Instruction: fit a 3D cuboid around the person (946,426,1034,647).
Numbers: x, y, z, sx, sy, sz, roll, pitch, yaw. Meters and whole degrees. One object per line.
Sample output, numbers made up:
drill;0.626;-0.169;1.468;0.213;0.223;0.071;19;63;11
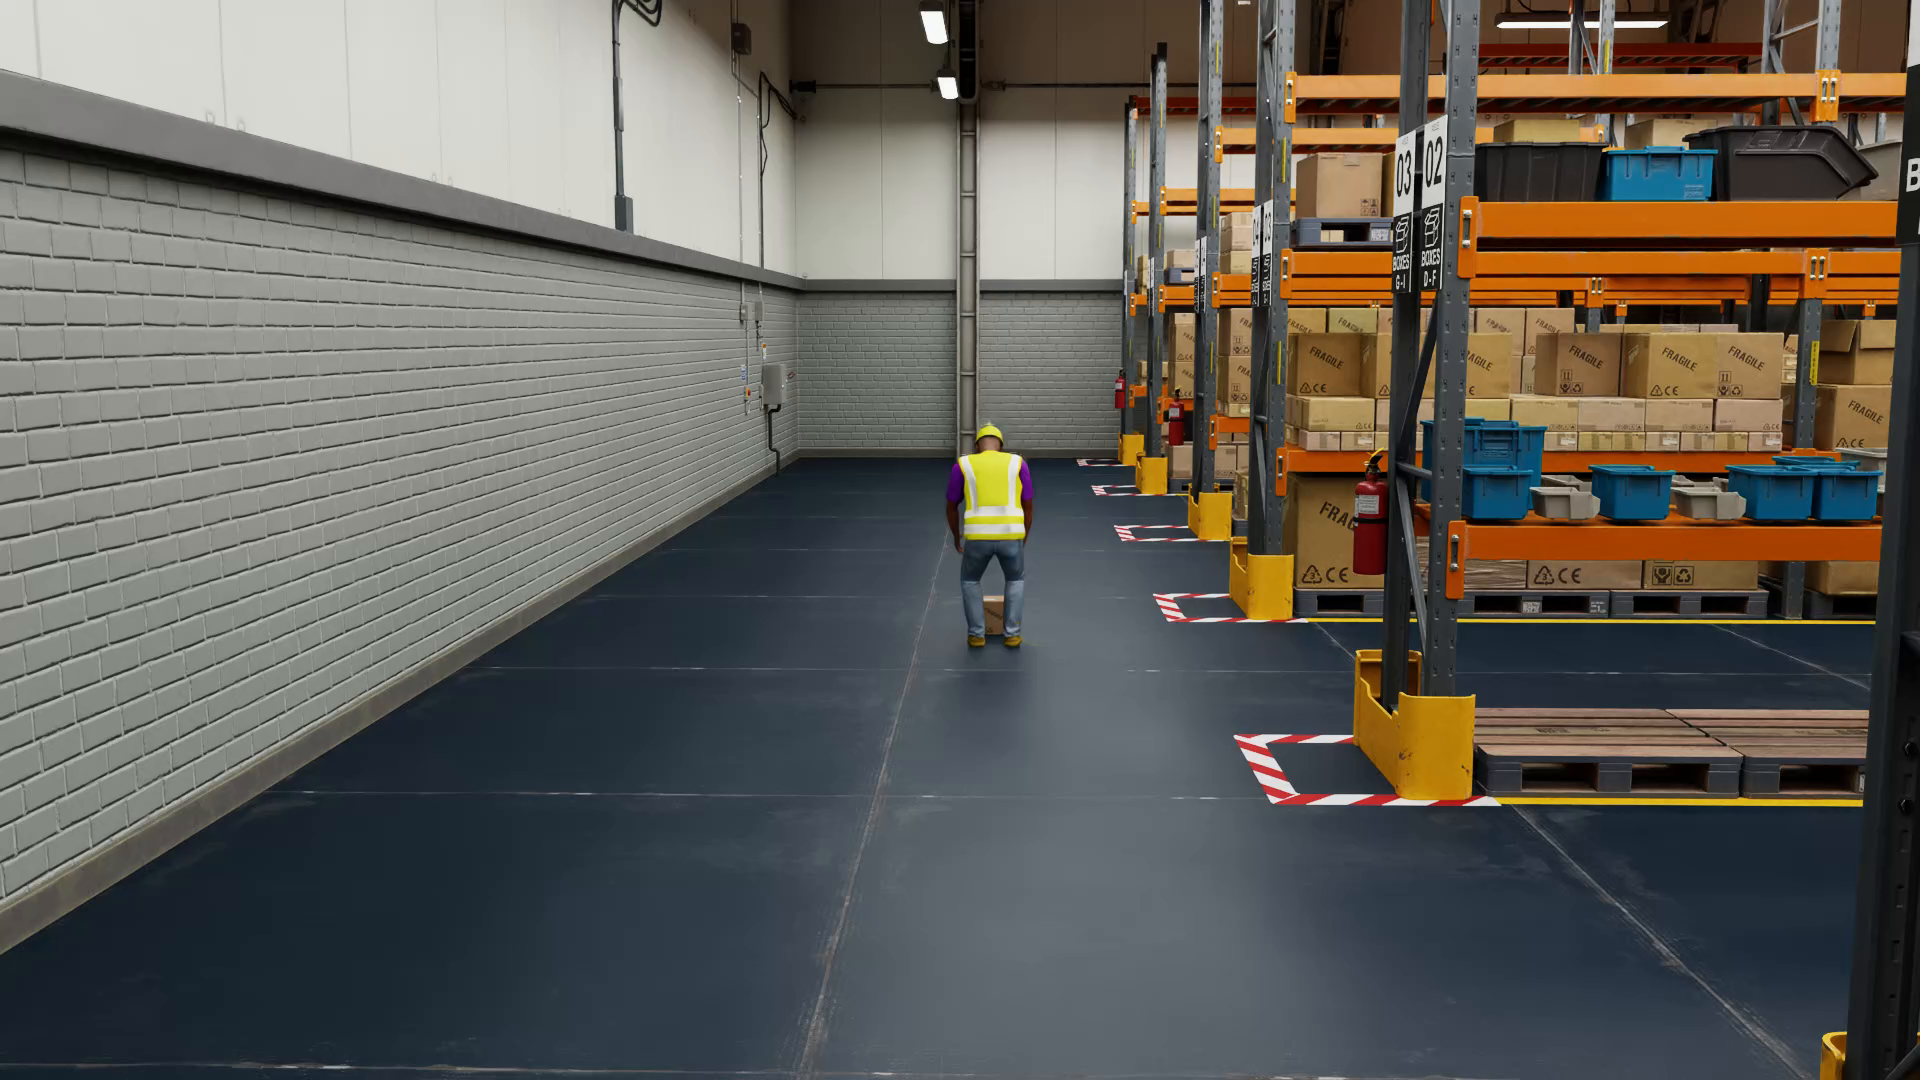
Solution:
person;0.208;-0.030;11.808;0.625;1.544;0.666;0;7;2
